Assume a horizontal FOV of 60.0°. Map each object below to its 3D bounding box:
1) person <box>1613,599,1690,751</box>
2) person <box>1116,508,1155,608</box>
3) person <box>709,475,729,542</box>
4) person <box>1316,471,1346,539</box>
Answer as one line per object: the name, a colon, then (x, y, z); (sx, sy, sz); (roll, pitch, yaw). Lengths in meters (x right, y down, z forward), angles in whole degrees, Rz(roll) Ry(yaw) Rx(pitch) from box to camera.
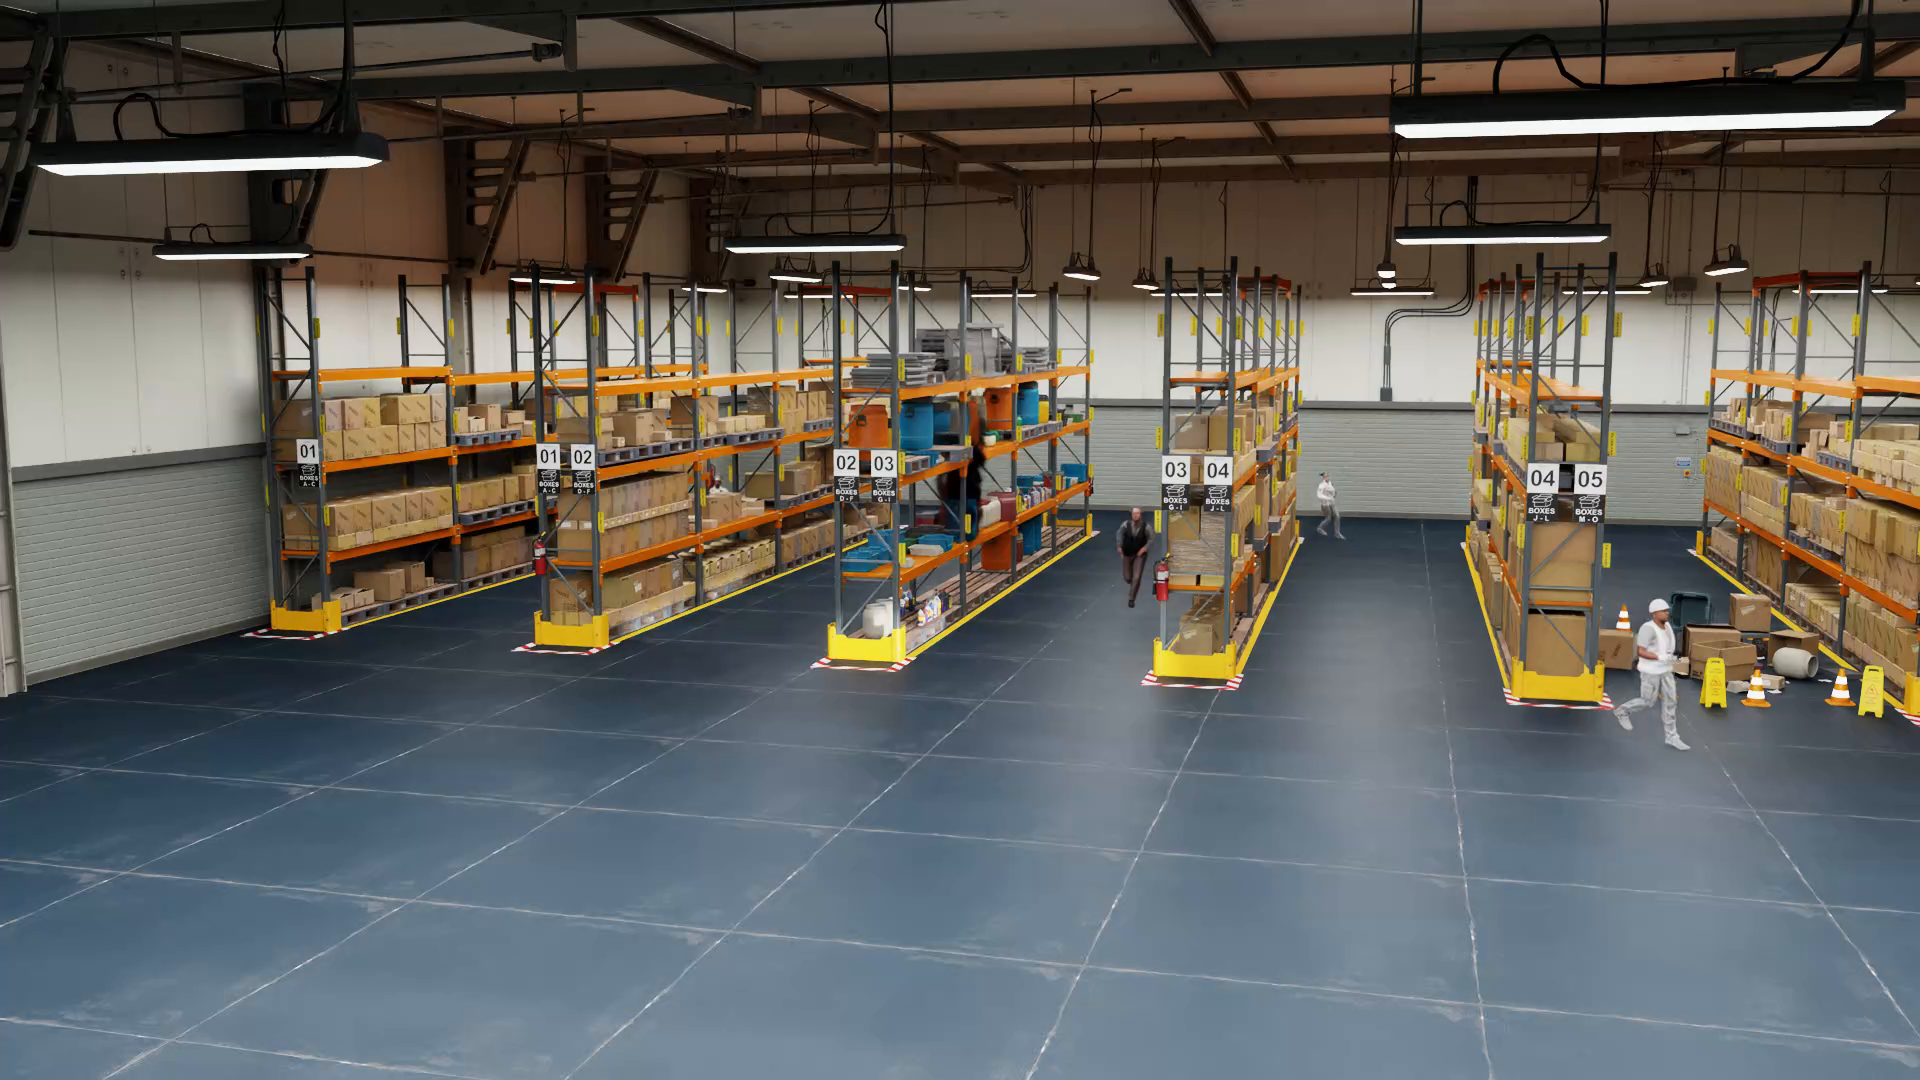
person: (8.335, 1.593, 20.058); (0.690, 1.806, 0.949); (-5, 9, -34)
person: (2.996, 0.281, 28.565); (0.630, 1.697, 0.706); (2, 8, 16)
person: (-5.534, -0.645, 38.139); (0.578, 1.686, 0.792); (1, 7, 9)
person: (8.760, -0.848, 39.712); (0.649, 1.626, 0.748); (-7, 10, -42)
